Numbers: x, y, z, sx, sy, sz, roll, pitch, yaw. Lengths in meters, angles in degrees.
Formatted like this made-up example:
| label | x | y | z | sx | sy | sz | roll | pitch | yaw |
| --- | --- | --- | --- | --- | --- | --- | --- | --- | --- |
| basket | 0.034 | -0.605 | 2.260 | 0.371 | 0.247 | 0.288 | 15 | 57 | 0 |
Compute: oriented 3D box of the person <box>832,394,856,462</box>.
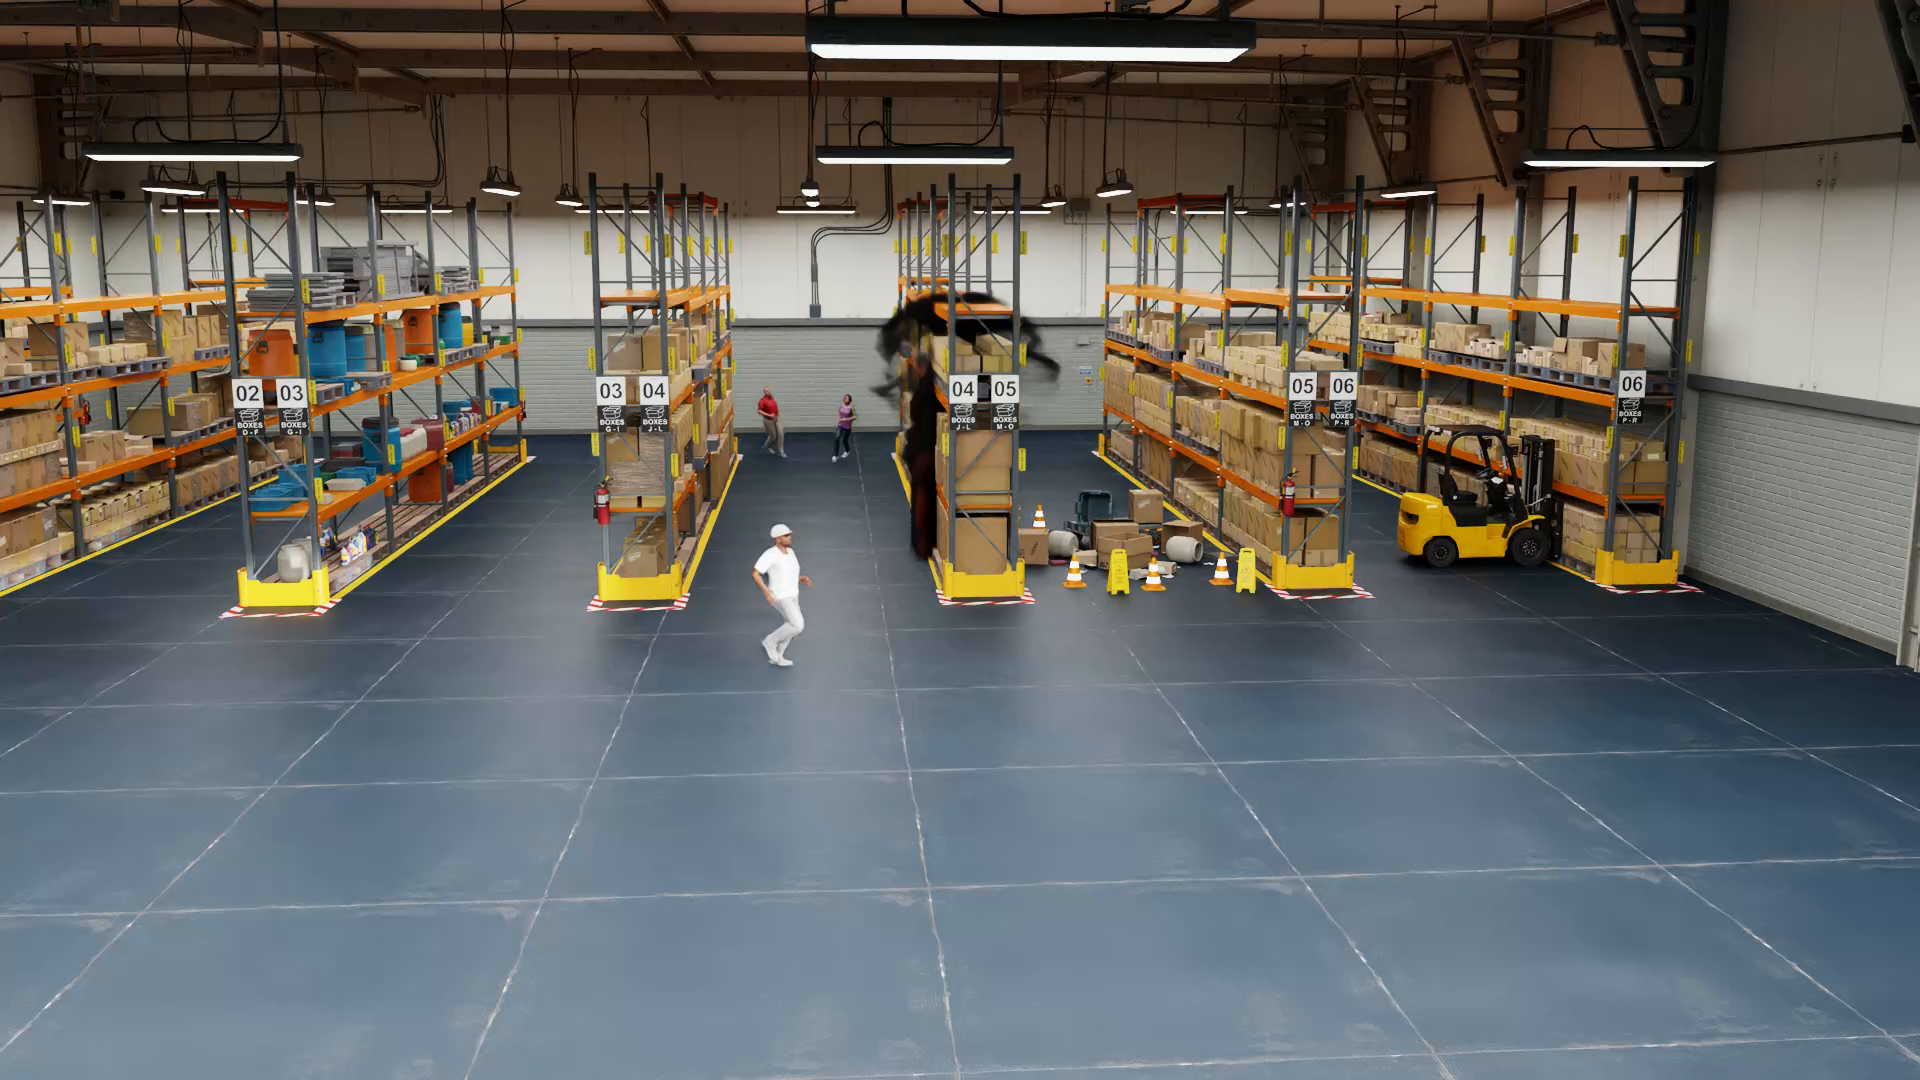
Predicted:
| label | x | y | z | sx | sy | sz | roll | pitch | yaw |
| --- | --- | --- | --- | --- | --- | --- | --- | --- | --- |
| person | -2.690 | -2.650 | 39.089 | 0.568 | 1.564 | 0.868 | 3 | 10 | 16 |

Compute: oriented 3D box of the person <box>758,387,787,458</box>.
| label | x | y | z | sx | sy | sz | roll | pitch | yaw |
| --- | --- | --- | --- | --- | --- | --- | --- | --- | --- |
| person | -4.567 | -2.799 | 39.915 | 0.763 | 1.638 | 0.674 | 9 | 13 | 40 |

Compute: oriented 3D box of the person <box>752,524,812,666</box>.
| label | x | y | z | sx | sy | sz | roll | pitch | yaw |
| --- | --- | --- | --- | --- | --- | --- | --- | --- | --- |
| person | -2.077 | 0.670 | 19.922 | 0.588 | 1.724 | 0.691 | 4 | 11 | 22 |
